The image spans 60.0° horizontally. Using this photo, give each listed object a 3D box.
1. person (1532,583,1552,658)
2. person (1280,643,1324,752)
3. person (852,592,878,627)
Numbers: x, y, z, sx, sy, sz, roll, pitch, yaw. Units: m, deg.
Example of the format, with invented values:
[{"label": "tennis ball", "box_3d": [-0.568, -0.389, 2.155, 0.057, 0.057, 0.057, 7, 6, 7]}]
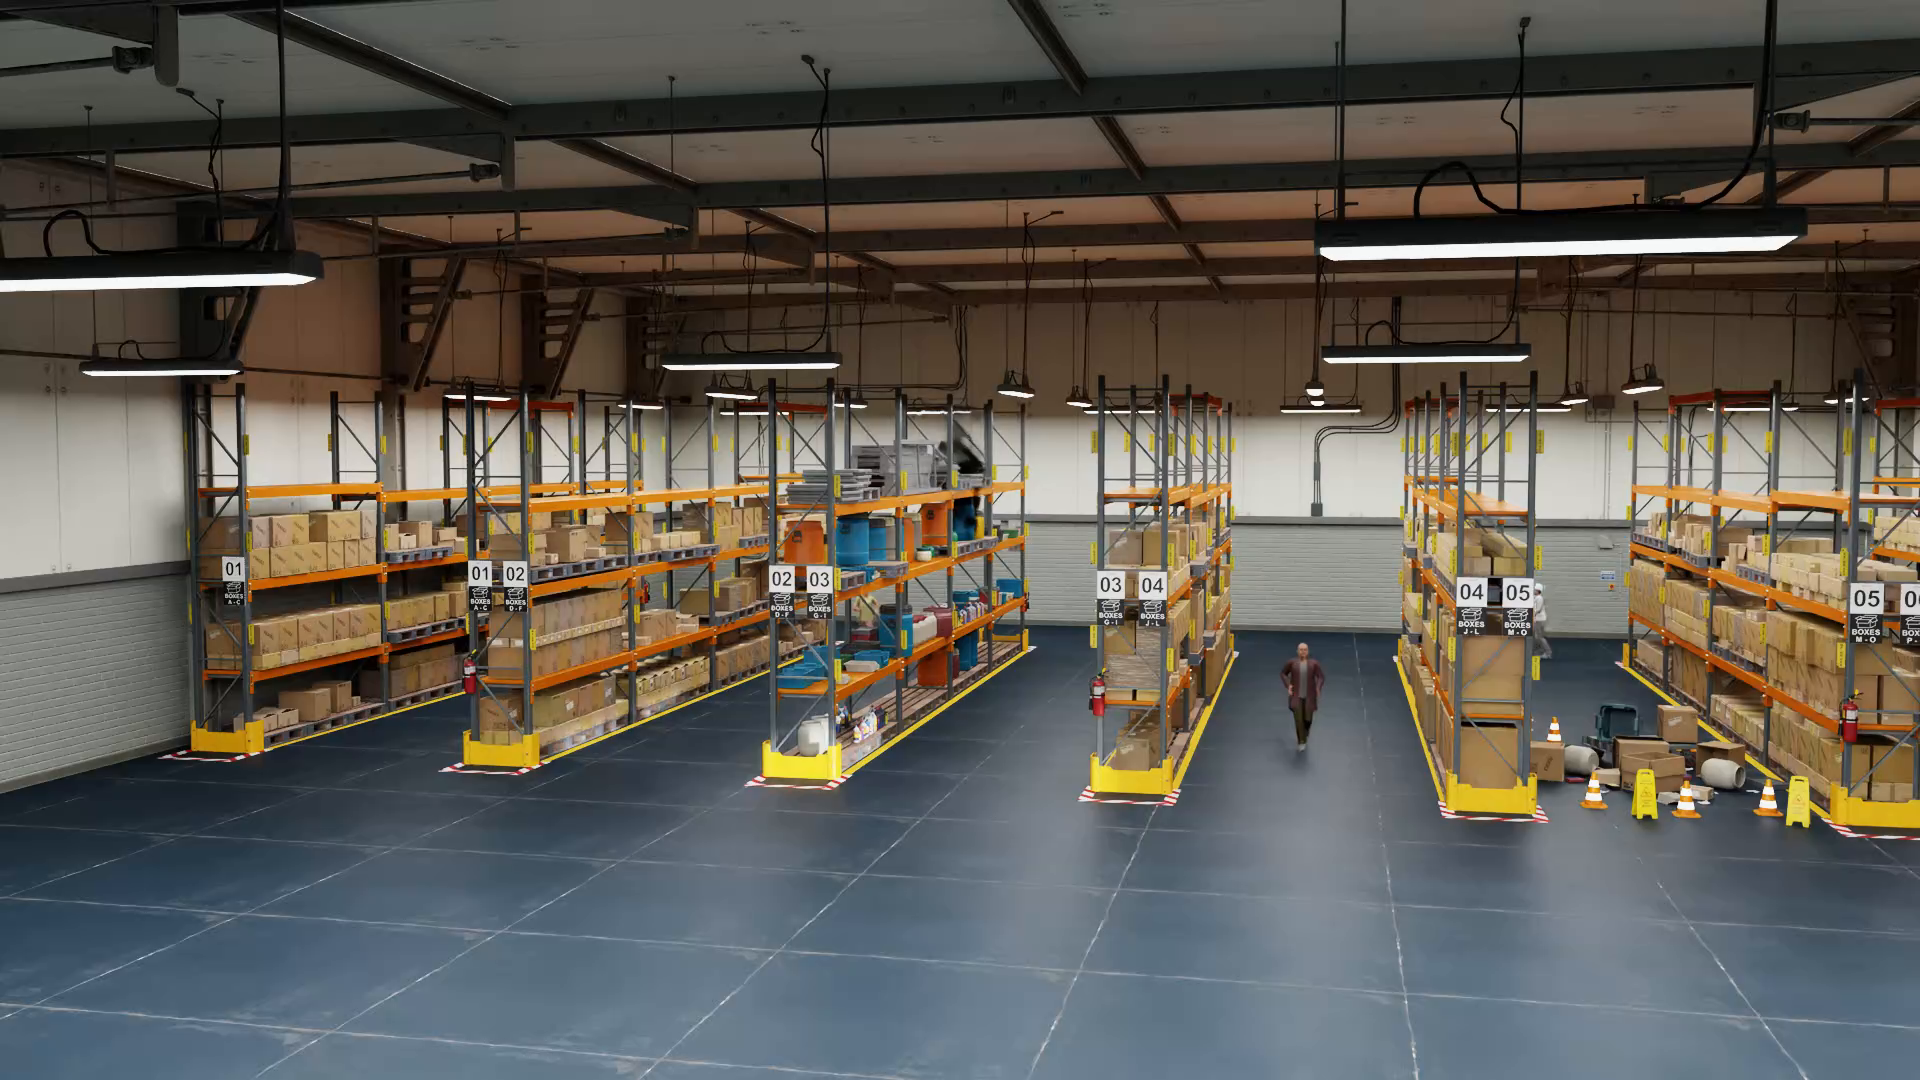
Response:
[{"label": "person", "box_3d": [13.474, 1.914, 38.895, 0.718, 1.816, 0.673, 0, 3, 5]}, {"label": "person", "box_3d": [5.642, 2.573, 27.447, 0.712, 1.749, 0.776, 1, 3, 9]}, {"label": "person", "box_3d": [-2.246, 1.893, 39.329, 0.588, 1.642, 0.952, 0, 3, 0]}]
